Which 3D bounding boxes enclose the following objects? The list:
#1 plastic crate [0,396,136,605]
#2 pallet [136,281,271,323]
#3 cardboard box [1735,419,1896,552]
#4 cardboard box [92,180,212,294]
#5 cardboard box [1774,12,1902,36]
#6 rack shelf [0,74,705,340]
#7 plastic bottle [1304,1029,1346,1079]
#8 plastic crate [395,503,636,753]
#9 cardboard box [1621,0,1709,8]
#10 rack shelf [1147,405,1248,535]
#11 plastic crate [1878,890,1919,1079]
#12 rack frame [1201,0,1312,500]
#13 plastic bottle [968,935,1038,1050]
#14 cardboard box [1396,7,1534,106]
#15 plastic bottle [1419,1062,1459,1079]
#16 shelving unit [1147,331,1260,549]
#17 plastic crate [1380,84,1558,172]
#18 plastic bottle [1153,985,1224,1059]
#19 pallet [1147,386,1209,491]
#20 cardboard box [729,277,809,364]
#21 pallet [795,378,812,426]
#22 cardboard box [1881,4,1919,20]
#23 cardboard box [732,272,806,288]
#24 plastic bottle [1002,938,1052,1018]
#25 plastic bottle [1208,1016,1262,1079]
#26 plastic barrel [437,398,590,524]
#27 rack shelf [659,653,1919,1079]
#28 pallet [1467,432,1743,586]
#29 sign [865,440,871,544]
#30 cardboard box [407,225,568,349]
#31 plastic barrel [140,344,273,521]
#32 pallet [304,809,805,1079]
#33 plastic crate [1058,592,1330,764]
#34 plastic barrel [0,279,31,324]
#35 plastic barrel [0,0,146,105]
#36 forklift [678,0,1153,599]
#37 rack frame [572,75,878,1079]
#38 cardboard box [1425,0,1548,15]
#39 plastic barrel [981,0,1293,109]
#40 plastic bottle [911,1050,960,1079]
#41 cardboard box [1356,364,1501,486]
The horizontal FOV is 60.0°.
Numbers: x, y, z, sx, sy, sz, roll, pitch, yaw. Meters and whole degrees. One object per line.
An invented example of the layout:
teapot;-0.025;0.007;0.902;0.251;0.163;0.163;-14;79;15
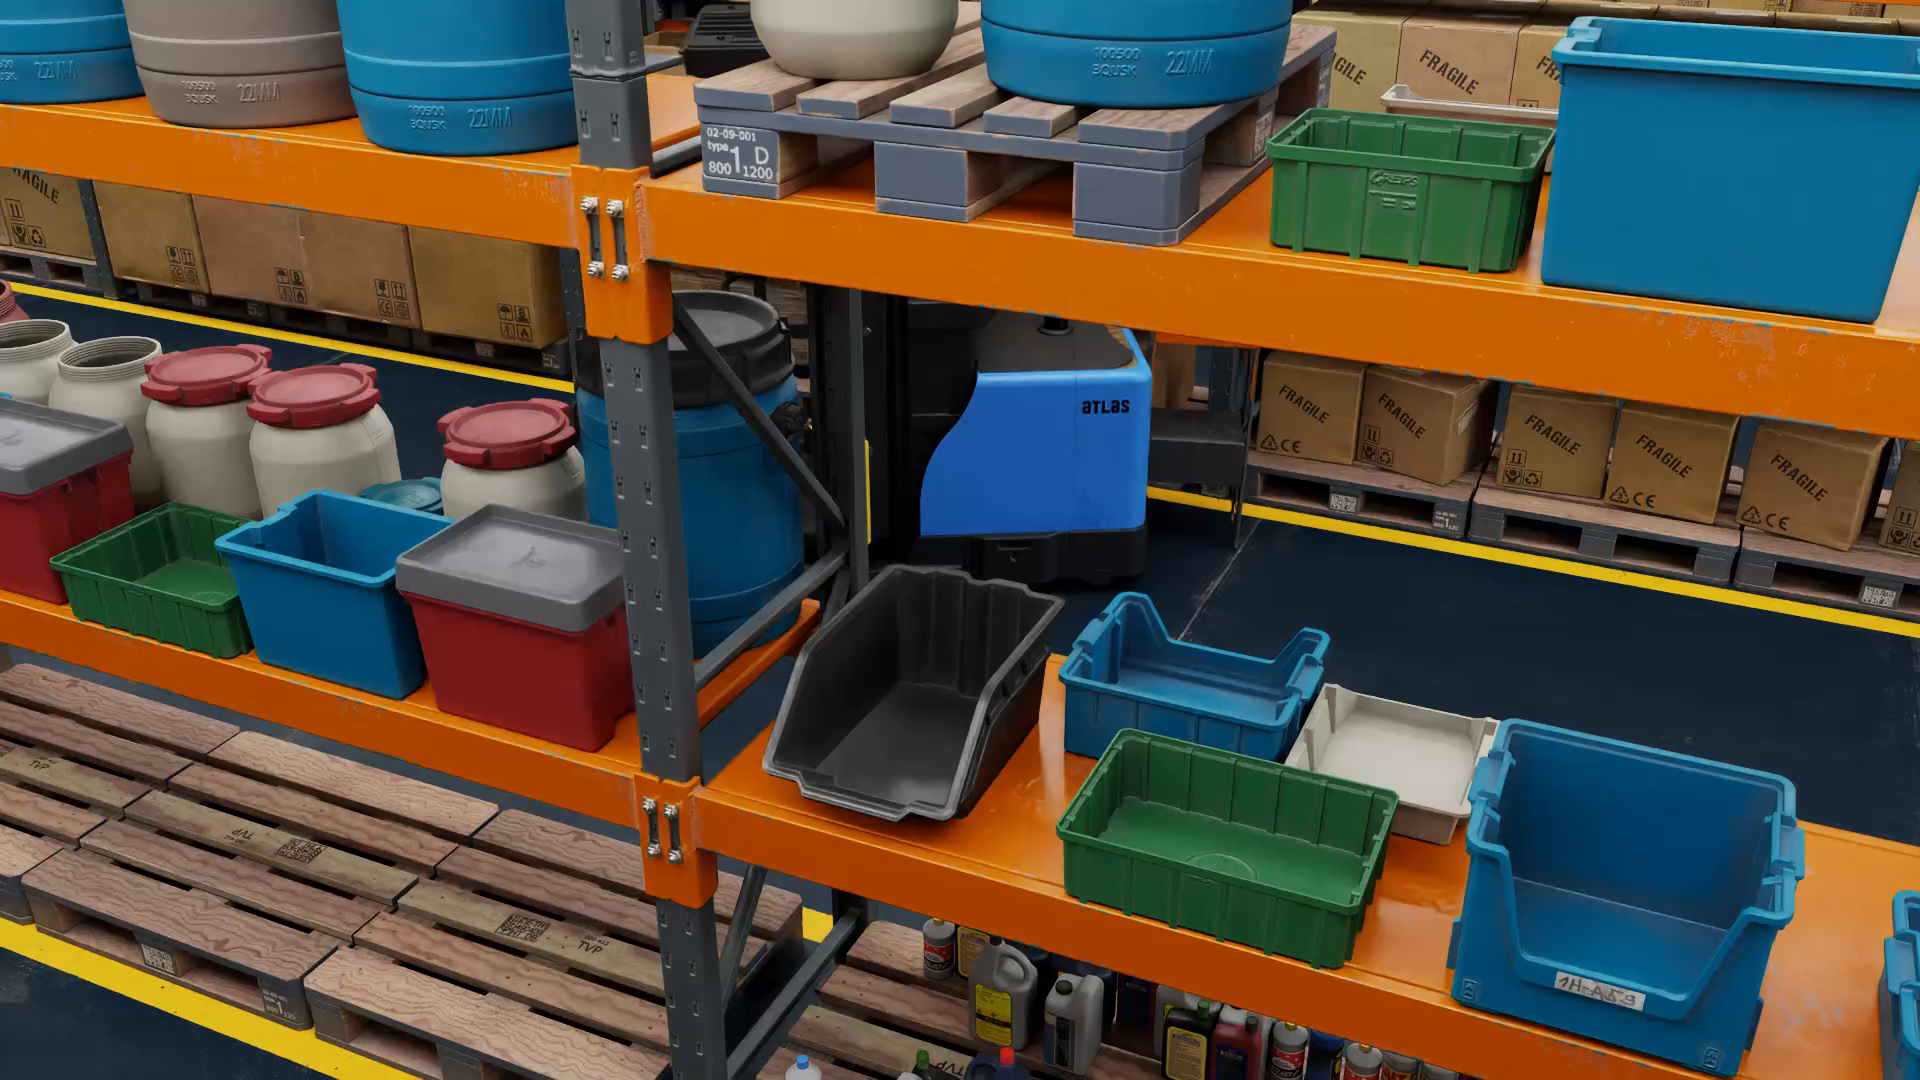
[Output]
plastic crate;-2.820;-0.118;5.022;0.583;0.464;0.402;11;28;22
pallet;-5.021;-1.869;11.807;1.213;0.211;1.003;11;28;22
cardboard box;4.049;-0.320;7.859;0.500;0.500;0.500;20;33;35
cardboard box;-5.164;-2.357;11.572;0.875;0.875;1.225;11;28;22
cardboard box;3.873;-2.059;7.454;0.500;0.500;0.500;11;28;22
rack shelf;-2.343;-1.165;4.640;4.000;0.370;1.077;11;28;22
plastic bottle;1.009;1.407;4.588;0.097;0.271;0.097;0;26;0
plastic crate;-1.090;0.229;4.316;0.583;0.464;0.402;11;28;22
cardboard box;4.978;-4.007;11.600;0.550;0.550;0.875;11;28;22
rack shelf;1.140;-0.361;8.205;0.480;0.518;0.431;4;27;4
plastic crate;1.950;0.929;3.135;0.408;0.251;0.499;11;28;22
rack frame;1.527;-1.768;8.446;0.127;3.000;1.000;11;28;22
plastic bottle;0.123;1.274;4.767;0.185;0.351;0.144;11;28;22
cardboard box;2.288;-2.120;7.578;0.500;0.500;0.500;11;28;22
plastic bottle;1.285;1.462;4.476;0.097;0.271;0.097;0;26;0
shelving unit;1.159;-1.000;7.888;0.503;2.100;0.431;4;27;4
plastic crate;1.106;-0.873;3.530;0.396;0.136;0.243;11;28;22
plastic bottle;0.651;1.310;4.693;0.185;0.351;0.144;11;28;21
pallet;0.818;-0.659;9.349;1.213;0.211;1.003;11;28;22
cardboard box;-0.985;-1.365;9.958;0.500;0.500;0.700;9;28;18
pallet;-0.297;-0.881;9.801;1.213;0.211;1.003;11;28;22
cardboard box;6.453;-3.711;11.000;0.550;0.550;0.875;11;28;22
cardboard box;-1.004;-1.709;9.807;0.500;0.250;0.500;15;30;28
plastic bottle;0.183;1.216;4.885;0.185;0.351;0.144;11;28;20
plastic bottle;0.754;1.415;4.558;0.133;0.283;0.061;11;28;22
plastic barrel;-1.303;-0.101;4.905;0.433;0.535;0.433;0;26;0
rack shelf;1.298;0.912;3.817;4.000;0.370;1.077;11;28;22
pallet;3.268;-0.186;8.389;1.213;0.211;1.003;11;28;22
sign;-0.285;-0.120;4.785;0.005;0.325;0.100;11;28;22
cardboard box;-2.733;-1.869;10.581;0.875;0.875;1.225;10;28;19
plastic barrel;-2.365;-0.314;5.338;0.433;0.535;0.433;0;26;0
pallet;-1.254;1.346;5.276;1.213;0.211;1.003;11;28;22
plastic crate;0.597;0.383;4.244;0.616;0.251;0.499;11;28;22
plastic barrel;-3.616;-0.606;5.931;0.708;0.536;0.600;11;28;22
plastic barrel;-2.266;-1.592;4.125;0.708;0.901;0.600;11;28;22
forklift;-0.670;-1.265;7.501;3.031;2.935;1.130;-2;26;-4
rack frame;-0.523;0.223;4.401;0.127;3.000;1.000;11;28;22
cardboard box;2.507;-2.333;8.010;0.500;0.500;0.500;11;28;22
plastic barrel;0.339;-1.311;3.077;0.708;0.901;0.600;11;28;22
plastic bottle;-0.065;1.484;4.416;0.133;0.283;0.061;11;28;22
cardboard box;2.399;-0.644;8.517;0.500;0.500;0.500;22;34;38
